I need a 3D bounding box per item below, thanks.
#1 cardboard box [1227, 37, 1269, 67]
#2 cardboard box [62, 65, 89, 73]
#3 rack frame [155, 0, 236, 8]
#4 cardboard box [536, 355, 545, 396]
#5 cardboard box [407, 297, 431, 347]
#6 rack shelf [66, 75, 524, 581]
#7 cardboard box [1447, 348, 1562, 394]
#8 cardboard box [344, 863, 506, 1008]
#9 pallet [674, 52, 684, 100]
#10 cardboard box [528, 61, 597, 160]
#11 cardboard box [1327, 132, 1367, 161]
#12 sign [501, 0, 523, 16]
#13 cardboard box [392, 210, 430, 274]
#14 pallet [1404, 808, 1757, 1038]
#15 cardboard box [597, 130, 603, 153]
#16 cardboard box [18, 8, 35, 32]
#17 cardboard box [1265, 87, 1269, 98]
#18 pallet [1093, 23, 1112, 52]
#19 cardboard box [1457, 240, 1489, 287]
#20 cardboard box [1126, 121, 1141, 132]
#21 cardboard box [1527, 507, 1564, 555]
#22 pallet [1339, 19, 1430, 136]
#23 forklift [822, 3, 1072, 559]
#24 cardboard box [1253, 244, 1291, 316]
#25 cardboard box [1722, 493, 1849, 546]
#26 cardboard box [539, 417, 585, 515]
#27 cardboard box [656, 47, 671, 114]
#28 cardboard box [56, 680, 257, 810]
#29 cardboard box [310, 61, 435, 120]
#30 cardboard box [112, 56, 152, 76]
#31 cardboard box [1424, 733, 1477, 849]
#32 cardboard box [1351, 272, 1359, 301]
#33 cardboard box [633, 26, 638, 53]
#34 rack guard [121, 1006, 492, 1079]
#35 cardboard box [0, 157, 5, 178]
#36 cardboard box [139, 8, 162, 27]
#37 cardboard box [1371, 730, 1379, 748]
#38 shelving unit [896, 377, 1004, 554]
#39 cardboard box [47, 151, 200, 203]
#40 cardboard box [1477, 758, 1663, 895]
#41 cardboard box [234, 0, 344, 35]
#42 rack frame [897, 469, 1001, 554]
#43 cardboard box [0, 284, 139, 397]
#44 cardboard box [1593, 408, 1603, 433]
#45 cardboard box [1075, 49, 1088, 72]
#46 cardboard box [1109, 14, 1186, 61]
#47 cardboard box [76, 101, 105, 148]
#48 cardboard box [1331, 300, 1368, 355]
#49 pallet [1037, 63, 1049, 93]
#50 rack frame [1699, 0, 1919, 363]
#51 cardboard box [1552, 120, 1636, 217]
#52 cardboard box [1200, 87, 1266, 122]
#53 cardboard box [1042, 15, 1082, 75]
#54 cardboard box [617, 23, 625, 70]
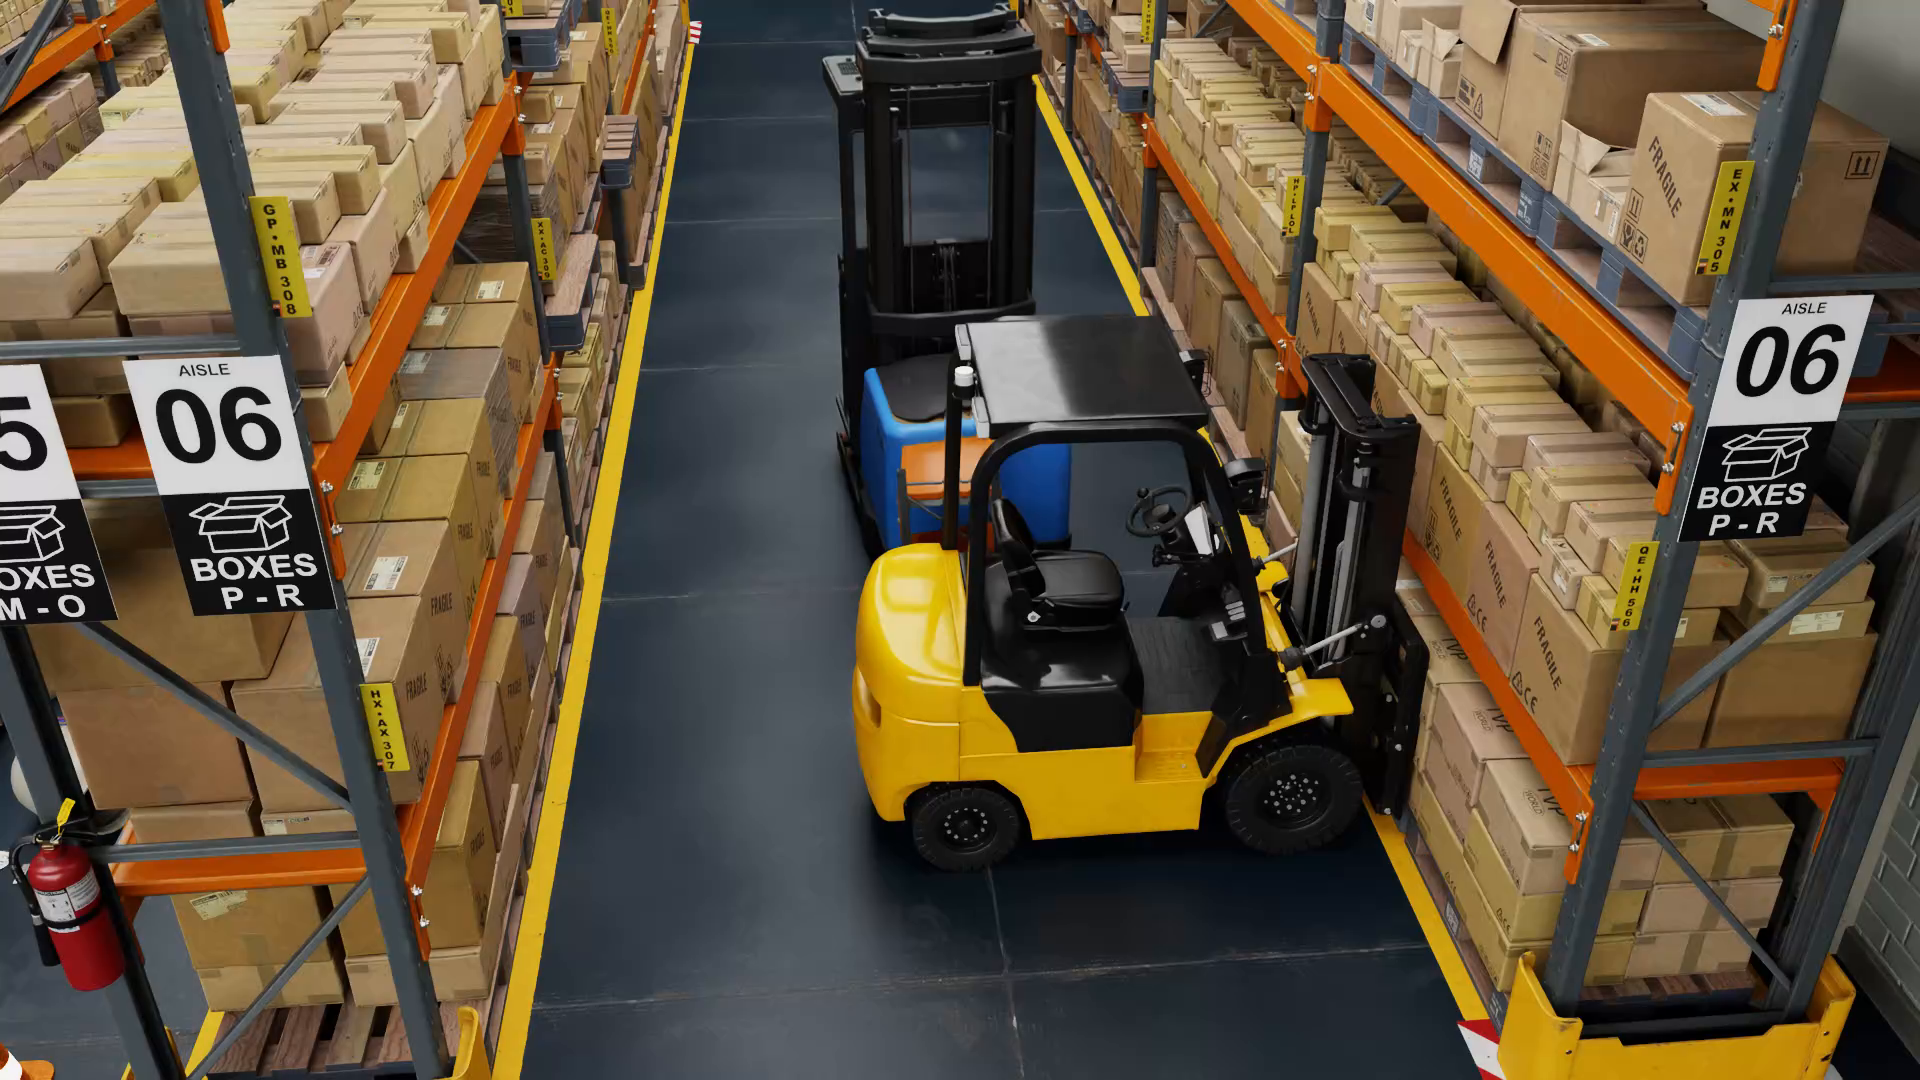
[{"bbox_3d":[2.144,-3.522,11.992,0.380,0.149,0.250,-2,31,-3],"label":"cardboard box"},{"bbox_3d":[-8.708,-4.507,16.161,0.380,0.149,0.250,-3,31,-5],"label":"cardboard box"},{"bbox_3d":[-8.696,-6.913,18.399,1.000,3.000,0.127,-3,31,-5],"label":"rack frame"},{"bbox_3d":[-2.322,-0.818,8.439,0.380,0.149,0.250,-3,31,-5],"label":"cardboard box"},{"bbox_3d":[-2.804,-1.178,7.435,0.700,0.500,0.500,-3,31,-4],"label":"cardboard box"},{"bbox_3d":[-2.468,-1.033,6.331,1.077,0.370,4.000,-3,31,-5],"label":"rack shelf"},{"bbox_3d":[2.268,-0.678,6.939,0.380,0.149,0.250,-2,31,-4],"label":"cardboard box"},{"bbox_3d":[-2.082,1.542,6.515,0.500,0.250,0.500,-3,31,-5],"label":"cardboard box"},{"bbox_3d":[-3.513,-4.979,17.880,1.003,0.211,1.213,-3,31,-5],"label":"pallet"},{"bbox_3d":[-2.602,-2.729,10.596,0.500,0.500,0.500,-5,31,-8],"label":"cardboard box"},{"bbox_3d":[2.429,-2.351,10.031,0.380,0.149,0.250,-3,31,-5],"label":"cardboard box"},{"bbox_3d":[-2.116,-2.615,7.774,0.100,0.325,0.005,-3,31,-5],"label":"sign"},{"bbox_3d":[-2.114,-1.058,5.915,0.380,0.149,0.250,-2,31,-4],"label":"cardboard box"},{"bbox_3d":[2.547,1.536,6.973,1.003,0.211,1.213,-3,31,-5],"label":"pallet"},{"bbox_3d":[-2.583,-2.645,11.089,0.380,0.149,0.250,-4,31,-7],"label":"cardboard box"},{"bbox_3d":[-8.018,-4.362,13.964,0.380,0.149,0.250,-4,31,-7],"label":"cardboard box"},{"bbox_3d":[2.281,-3.031,11.557,0.500,0.250,0.500,-2,31,-4],"label":"cardboard box"},{"bbox_3d":[1.726,-4.268,14.157,1.003,0.211,1.213,-3,31,-5],"label":"pallet"},{"bbox_3d":[2.637,-1.351,8.067,0.380,0.149,0.250,-3,31,-5],"label":"cardboard box"},{"bbox_3d":[1.598,-3.394,13.903,0.380,0.149,0.250,-2,31,-3],"label":"cardboard box"},{"bbox_3d":[2.332,-0.022,6.132,0.380,0.149,0.250,-2,31,-4],"label":"cardboard box"},{"bbox_3d":[2.392,-2.131,7.553,1.003,0.211,1.213,-3,31,-5],"label":"pallet"},{"bbox_3d":[-0.172,-1.704,9.745,1.130,2.935,3.031,-6,31,-10],"label":"forklift"},{"bbox_3d":[1.979,-1.496,9.475,0.500,0.250,0.500,-2,31,-3],"label":"cardboard box"},{"bbox_3d":[2.879,-0.042,5.876,0.380,0.149,0.250,-2,31,-3],"label":"cardboard box"},{"bbox_3d":[-2.707,-0.395,9.640,0.950,0.372,0.625,-2,31,-4],"label":"cardboard box"},{"bbox_3d":[-3.355,-4.566,16.558,0.875,0.438,0.875,-3,31,-5],"label":"cardboard box"},{"bbox_3d":[-2.607,0.532,5.546,0.500,0.500,0.500,-3,31,-5],"label":"cardboard box"},{"bbox_3d":[-2.168,-1.659,6.145,0.380,0.149,0.250,-2,31,-4],"label":"cardboard box"},{"bbox_3d":[-8.234,-4.671,16.435,0.380,0.149,0.250,-4,31,-6],"label":"cardboard box"},{"bbox_3d":[2.267,1.023,6.897,0.500,0.250,0.500,-3,31,-5],"label":"cardboard box"},{"bbox_3d":[2.132,-1.197,8.099,0.380,0.149,0.250,-3,31,-5],"label":"cardboard box"},{"bbox_3d":[-3.035,-4.360,14.270,0.500,0.250,0.500,-4,31,-6],"label":"cardboard box"},{"bbox_3d":[-2.289,2.001,5.912,1.175,0.500,0.348,-3,31,-5],"label":"rack guard"},{"bbox_3d":[-7.819,-2.881,12.944,0.500,0.250,0.500,-3,31,-5],"label":"cardboard box"},{"bbox_3d":[-8.839,-5.706,18.169,0.380,0.149,0.250,-2,31,-4],"label":"cardboard box"},{"bbox_3d":[2.156,0.728,7.878,0.500,0.250,0.500,-2,31,-3],"label":"cardboard box"},{"bbox_3d":[-0.030,-0.139,8.851,0.538,1.125,1.048,-2,32,2],"label":"shelving unit"},{"bbox_3d":[-2.608,-1.109,5.224,0.380,0.149,0.250,-3,31,-4],"label":"cardboard box"},{"bbox_3d":[2.306,1.078,6.317,0.500,0.250,0.500,-2,31,-3],"label":"cardboard box"},{"bbox_3d":[-2.898,-2.290,7.201,0.380,0.149,0.250,-2,31,-3],"label":"cardboard box"},{"bbox_3d":[-0.030,0.128,8.418,0.500,1.125,0.032,-2,32,2],"label":"rack frame"},{"bbox_3d":[-2.598,-0.633,4.815,0.500,0.250,0.500,-3,31,-5],"label":"cardboard box"},{"bbox_3d":[2.837,-0.440,6.831,0.380,0.149,0.250,-2,31,-3],"label":"cardboard box"},{"bbox_3d":[1.307,-4.589,15.904,0.380,0.149,0.250,-1,31,-2],"label":"cardboard box"},{"bbox_3d":[1.492,-3.996,13.252,0.500,0.250,0.500,-4,31,-7],"label":"cardboard box"},{"bbox_3d":[-8.002,-3.612,14.901,0.500,0.500,0.500,-3,31,-6],"label":"cardboard box"},{"bbox_3d":[2.133,-0.854,8.157,0.500,0.500,0.500,-2,31,-4],"label":"cardboard box"},{"bbox_3d":[1.358,-5.177,18.212,1.003,0.211,1.213,-3,31,-5],"label":"pallet"},{"bbox_3d":[2.660,-1.848,4.069,1.000,3.000,0.127,-3,31,-5],"label":"rack frame"},{"bbox_3d":[2.257,-1.264,5.640,0.396,0.266,0.258,-3,31,-4],"label":"cardboard box"},{"bbox_3d":[1.780,-2.843,10.855,0.380,0.149,0.250,-2,31,-4],"label":"cardboard box"},{"bbox_3d":[1.266,-5.264,17.666,0.700,0.500,0.500,-4,31,-6],"label":"cardboard box"},{"bbox_3d":[-2.878,-3.802,12.849,0.500,0.250,0.500,-2,31,-3],"label":"cardboard box"}]
